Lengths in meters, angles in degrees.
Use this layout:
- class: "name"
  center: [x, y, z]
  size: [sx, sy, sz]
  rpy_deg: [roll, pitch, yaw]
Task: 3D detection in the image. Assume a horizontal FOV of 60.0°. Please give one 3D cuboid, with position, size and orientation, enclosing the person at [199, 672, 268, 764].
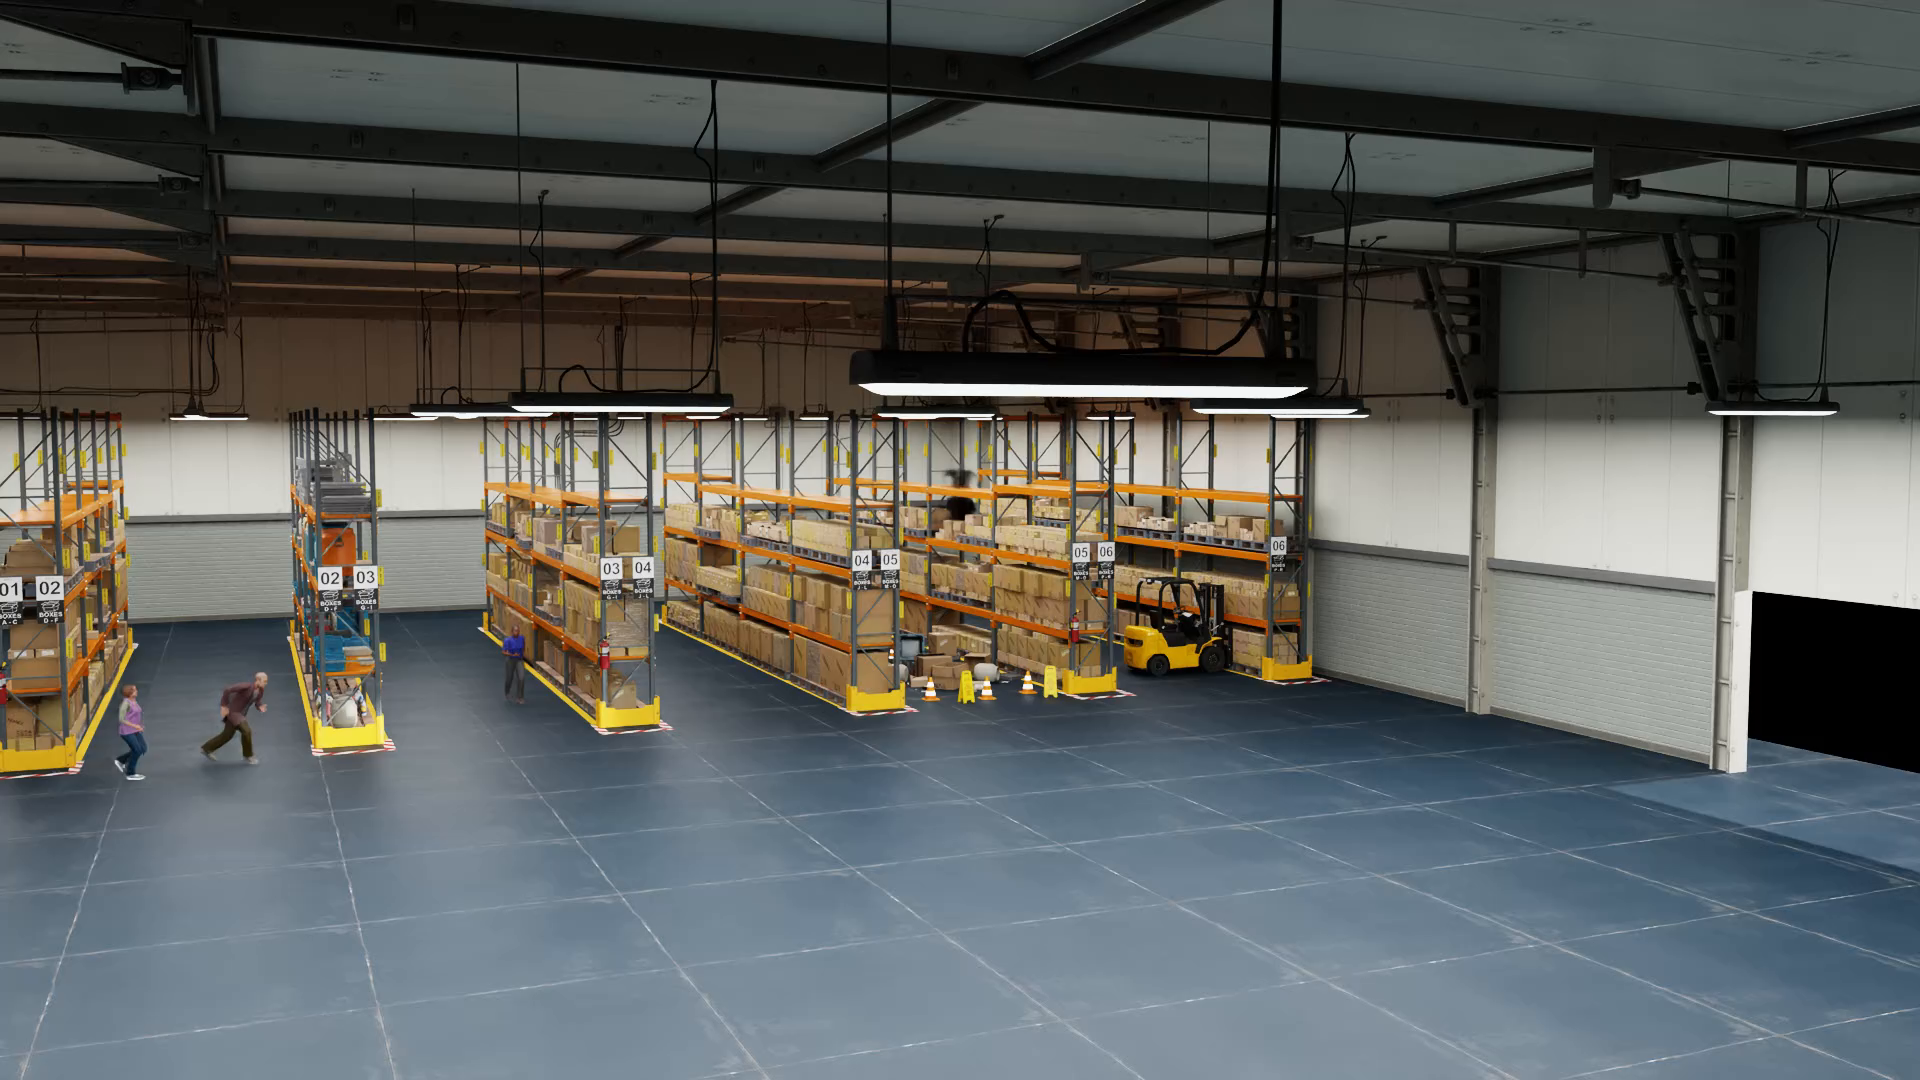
- class: "person"
  center: [-12.266, 2.998, 28.088]
  size: [1.199, 1.547, 0.703]
  rpy_deg: [1, 4, 9]

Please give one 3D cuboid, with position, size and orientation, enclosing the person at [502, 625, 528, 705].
- class: "person"
  center: [-9.125, 2.528, 34.048]
  size: [0.572, 1.631, 0.947]
  rpy_deg: [-2, 5, -30]

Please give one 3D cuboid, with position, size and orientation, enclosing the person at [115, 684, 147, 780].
- class: "person"
  center: [-13.318, 3.084, 26.630]
  size: [0.541, 1.563, 0.562]
  rpy_deg: [0, 4, -5]
